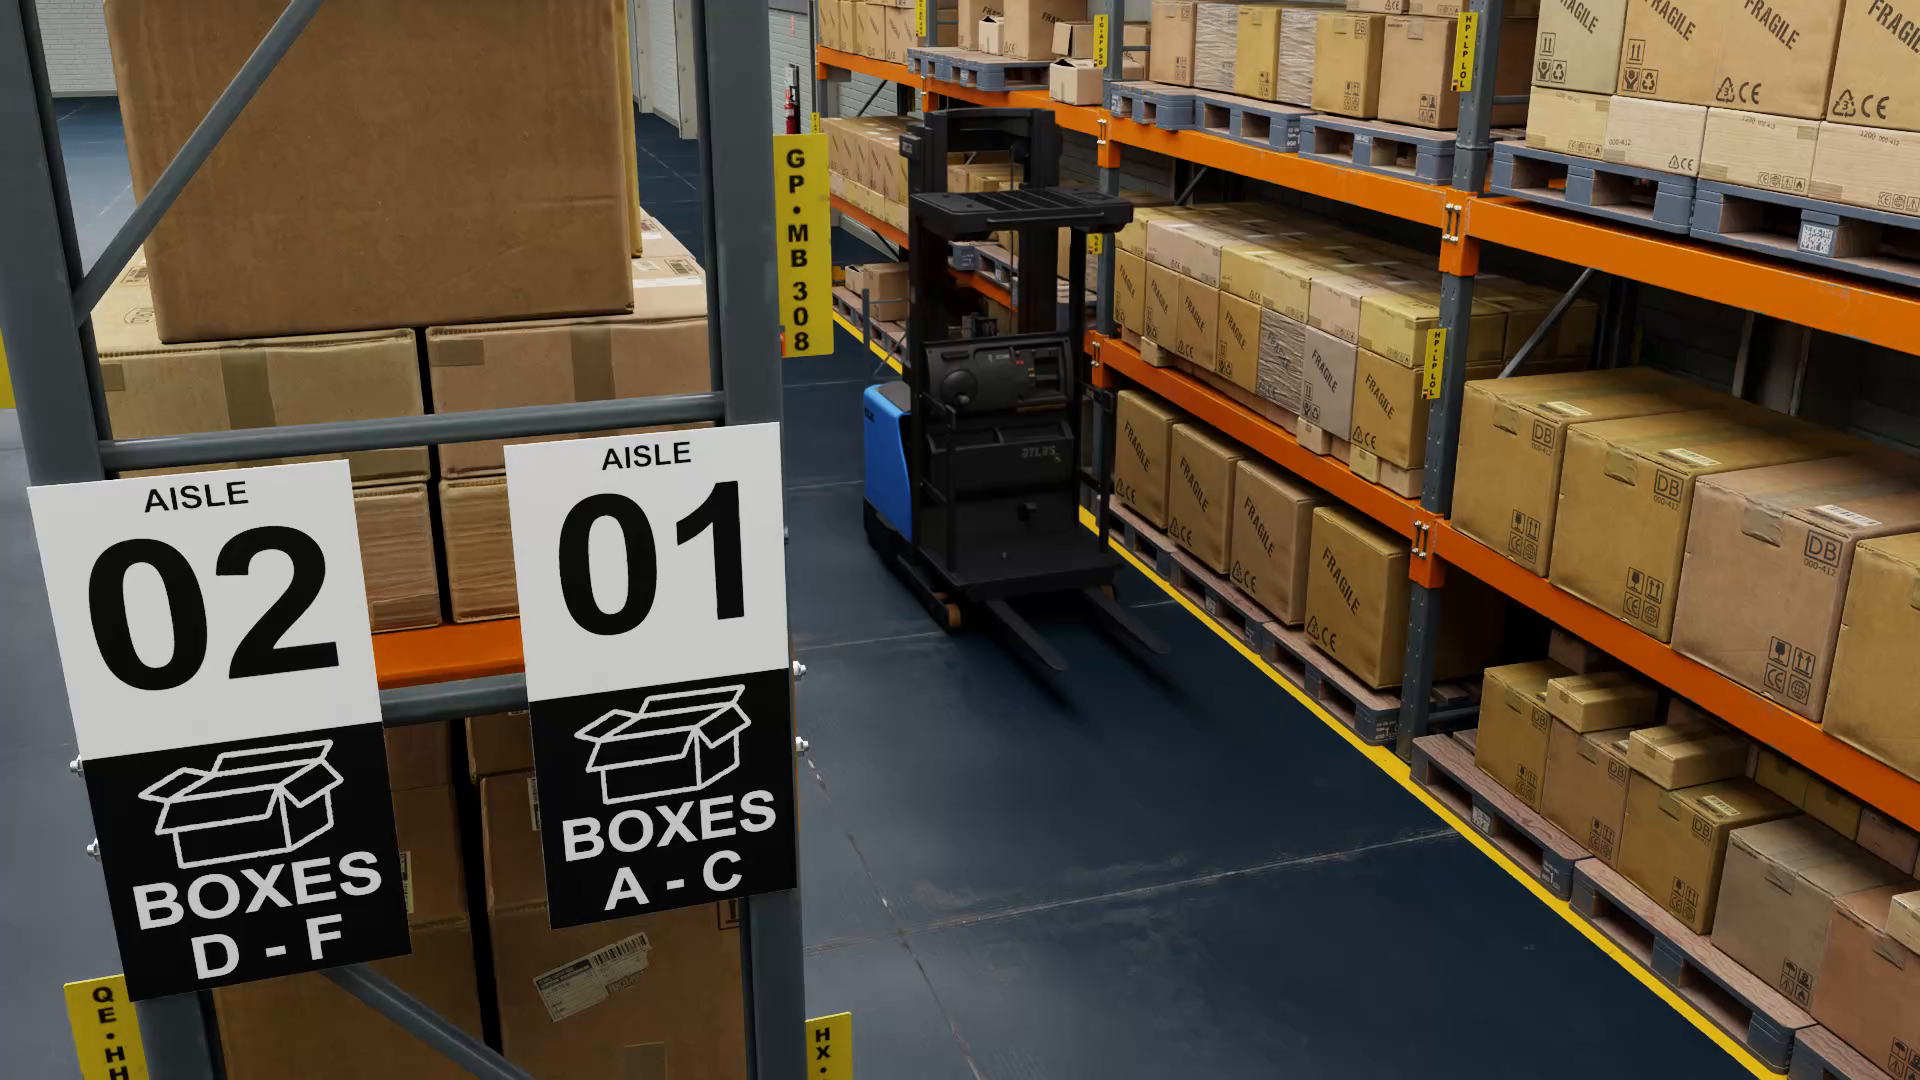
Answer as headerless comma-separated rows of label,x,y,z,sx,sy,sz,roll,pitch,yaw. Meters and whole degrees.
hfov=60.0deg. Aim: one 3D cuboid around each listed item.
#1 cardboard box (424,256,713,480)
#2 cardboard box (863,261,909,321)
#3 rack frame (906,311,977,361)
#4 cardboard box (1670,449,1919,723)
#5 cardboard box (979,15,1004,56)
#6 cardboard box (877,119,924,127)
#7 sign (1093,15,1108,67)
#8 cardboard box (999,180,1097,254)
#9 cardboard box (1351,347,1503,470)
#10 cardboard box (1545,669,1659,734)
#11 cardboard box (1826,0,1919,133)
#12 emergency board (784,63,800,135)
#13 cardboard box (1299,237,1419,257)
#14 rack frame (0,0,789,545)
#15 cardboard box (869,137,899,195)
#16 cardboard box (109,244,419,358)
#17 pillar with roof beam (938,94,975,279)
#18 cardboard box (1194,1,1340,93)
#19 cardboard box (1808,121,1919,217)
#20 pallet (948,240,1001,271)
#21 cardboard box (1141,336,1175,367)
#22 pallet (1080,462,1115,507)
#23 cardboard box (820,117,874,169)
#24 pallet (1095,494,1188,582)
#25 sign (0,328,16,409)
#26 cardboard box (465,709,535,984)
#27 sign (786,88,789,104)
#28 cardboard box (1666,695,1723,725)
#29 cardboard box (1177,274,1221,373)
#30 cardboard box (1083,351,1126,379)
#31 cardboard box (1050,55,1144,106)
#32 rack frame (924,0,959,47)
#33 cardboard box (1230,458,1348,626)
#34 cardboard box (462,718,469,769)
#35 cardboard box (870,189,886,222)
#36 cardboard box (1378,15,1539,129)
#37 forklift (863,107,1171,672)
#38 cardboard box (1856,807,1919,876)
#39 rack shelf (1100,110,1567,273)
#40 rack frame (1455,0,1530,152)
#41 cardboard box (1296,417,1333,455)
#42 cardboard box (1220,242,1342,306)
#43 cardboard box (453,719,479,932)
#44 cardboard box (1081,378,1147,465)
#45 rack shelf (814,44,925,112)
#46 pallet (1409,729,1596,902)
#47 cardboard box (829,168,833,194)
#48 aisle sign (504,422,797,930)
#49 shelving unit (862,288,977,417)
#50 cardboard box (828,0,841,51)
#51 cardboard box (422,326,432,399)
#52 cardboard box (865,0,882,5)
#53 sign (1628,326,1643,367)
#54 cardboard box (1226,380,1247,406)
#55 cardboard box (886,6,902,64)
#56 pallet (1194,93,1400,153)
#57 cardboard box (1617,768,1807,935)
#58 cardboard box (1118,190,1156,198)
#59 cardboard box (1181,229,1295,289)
cardboard box,-0.668,-0.318,2.909,0.500,0.250,0.500,-6,21,-17
cardboard box,-0.587,-2.586,17.227,0.700,0.500,0.500,-8,21,-21
rack frame,-0.123,-0.818,11.474,0.500,1.500,0.032,-7,21,-19
cardboard box,3.308,0.142,6.141,0.980,0.700,0.700,-7,21,-20
cardboard box,0.465,-4.113,13.504,0.500,0.311,0.500,-6,21,-15
cardboard box,-0.583,-4.212,17.788,0.500,0.500,0.500,-6,21,-16
sign,0.917,-3.242,10.803,0.100,0.325,0.005,-6,21,-17
cardboard box,0.709,-2.627,13.493,0.700,0.500,0.500,-4,20,-10
cardboard box,2.306,-0.678,8.249,0.500,0.500,0.500,-7,21,-18
cardboard box,2.762,0.693,7.165,0.380,0.149,0.250,-6,21,-15
cardboard box,3.140,-1.549,5.199,0.500,0.500,0.500,-7,21,-20
emergency board,-2.667,-6.801,25.913,0.194,1.169,0.643,-6,21,-17
cardboard box,2.300,-1.580,9.652,0.500,0.250,0.500,-7,21,-18
rack frame,-0.754,-1.372,1.925,1.000,3.000,0.127,-6,21,-17
cardboard box,-0.577,-3.660,16.253,0.500,0.500,0.500,-7,21,-19
cardboard box,-1.315,-0.424,3.204,0.500,0.250,0.500,-6,21,-17
pillar with roof beam,-4.127,-6.444,16.046,9.100,9.000,0.400,-6,21,-17
cardboard box,1.856,-2.996,10.083,0.700,0.500,0.500,-8,21,-20
cardboard box,3.132,-1.203,5.343,0.500,0.250,0.500,-7,21,-19
pallet,0.278,-2.576,14.436,1.003,0.211,1.213,-6,21,-17
cardboard box,1.391,-1.229,10.742,0.380,0.149,0.250,-6,21,-16
pallet,1.189,-0.582,12.726,1.003,0.211,1.213,-6,21,-17
cardboard box,-1.217,-4.318,18.083,0.500,0.500,0.500,-6,21,-17
pallet,1.609,-0.070,11.300,1.003,0.211,1.213,-6,21,-17
sign,-1.287,-0.325,2.137,0.100,0.325,0.005,-6,21,-17
cardboard box,-0.815,0.596,3.693,0.500,0.500,0.500,-6,21,-17
sign,-2.743,-7.006,26.432,0.001,0.329,0.234,-6,21,-17
cardboard box,3.222,0.750,7.008,0.380,0.149,0.250,-7,21,-19
cardboard box,1.653,-1.329,10.061,0.500,0.500,0.500,-6,21,-17
cardboard box,1.038,-1.442,12.933,0.500,0.250,0.500,-6,21,-16
cardboard box,0.950,-3.225,11.624,0.500,0.311,0.500,-6,21,-17
rack frame,0.176,-5.751,14.115,1.000,3.000,0.127,-6,21,-17
cardboard box,2.080,-0.026,9.610,0.750,0.750,0.750,-6,21,-16
cardboard box,-1.447,0.419,5.666,0.500,0.500,0.500,-6,21,-16
cardboard box,-0.582,-3.307,16.377,0.500,0.250,0.500,-7,21,-18
cardboard box,2.518,-2.320,8.202,0.700,0.500,0.500,-8,21,-20
forklift,0.320,-0.995,9.850,1.130,2.935,3.031,-7,21,-19
cardboard box,3.543,1.077,6.097,0.380,0.149,0.250,-6,21,-16
rack shelf,2.062,-2.075,9.383,1.077,0.370,4.000,-6,21,-17
rack frame,2.690,-3.184,6.968,1.000,3.000,0.127,-6,21,-17
cardboard box,2.036,-0.575,8.921,0.380,0.149,0.250,-6,21,-17
cardboard box,1.828,-1.525,9.497,0.500,0.250,0.500,-7,21,-18
cardboard box,-1.629,0.801,4.602,0.500,0.500,0.500,-7,21,-18
cardboard box,1.157,-0.900,12.532,0.700,0.500,0.500,-6,21,-16
rack shelf,-0.453,-4.642,16.531,1.077,0.370,4.000,-6,21,-17
pallet,2.855,1.204,7.751,1.003,0.211,1.213,-6,21,-17
cardboard box,-1.230,-3.960,18.195,0.500,0.250,0.500,-7,21,-19
aisle sign,-0.454,0.218,2.526,0.394,0.787,0.004,-6,21,-17
shelving unit,-0.297,-0.979,11.924,0.538,1.500,1.048,-7,21,-19
cardboard box,-1.079,-5.369,17.313,0.500,0.500,0.500,-5,20,-14
cardboard box,-1.141,-0.564,4.334,0.500,0.250,0.500,-6,21,-17
cardboard box,-0.595,-5.339,15.751,0.500,0.500,0.500,-7,21,-19
sign,3.217,-0.864,7.988,0.100,0.325,0.005,-6,21,-17
cardboard box,1.809,-0.914,9.865,0.380,0.149,0.250,-6,21,-17
cardboard box,-0.364,-4.695,15.436,0.500,0.500,0.500,-8,21,-22
pallet,2.040,-2.407,9.523,1.003,0.211,1.213,-5,20,-15
cardboard box,3.142,1.196,6.726,0.700,0.500,0.500,-6,21,-16
cardboard box,1.181,-2.412,11.937,0.380,0.149,0.250,-10,22,-26
cardboard box,1.661,-1.688,9.951,0.500,0.250,0.500,-6,21,-17
